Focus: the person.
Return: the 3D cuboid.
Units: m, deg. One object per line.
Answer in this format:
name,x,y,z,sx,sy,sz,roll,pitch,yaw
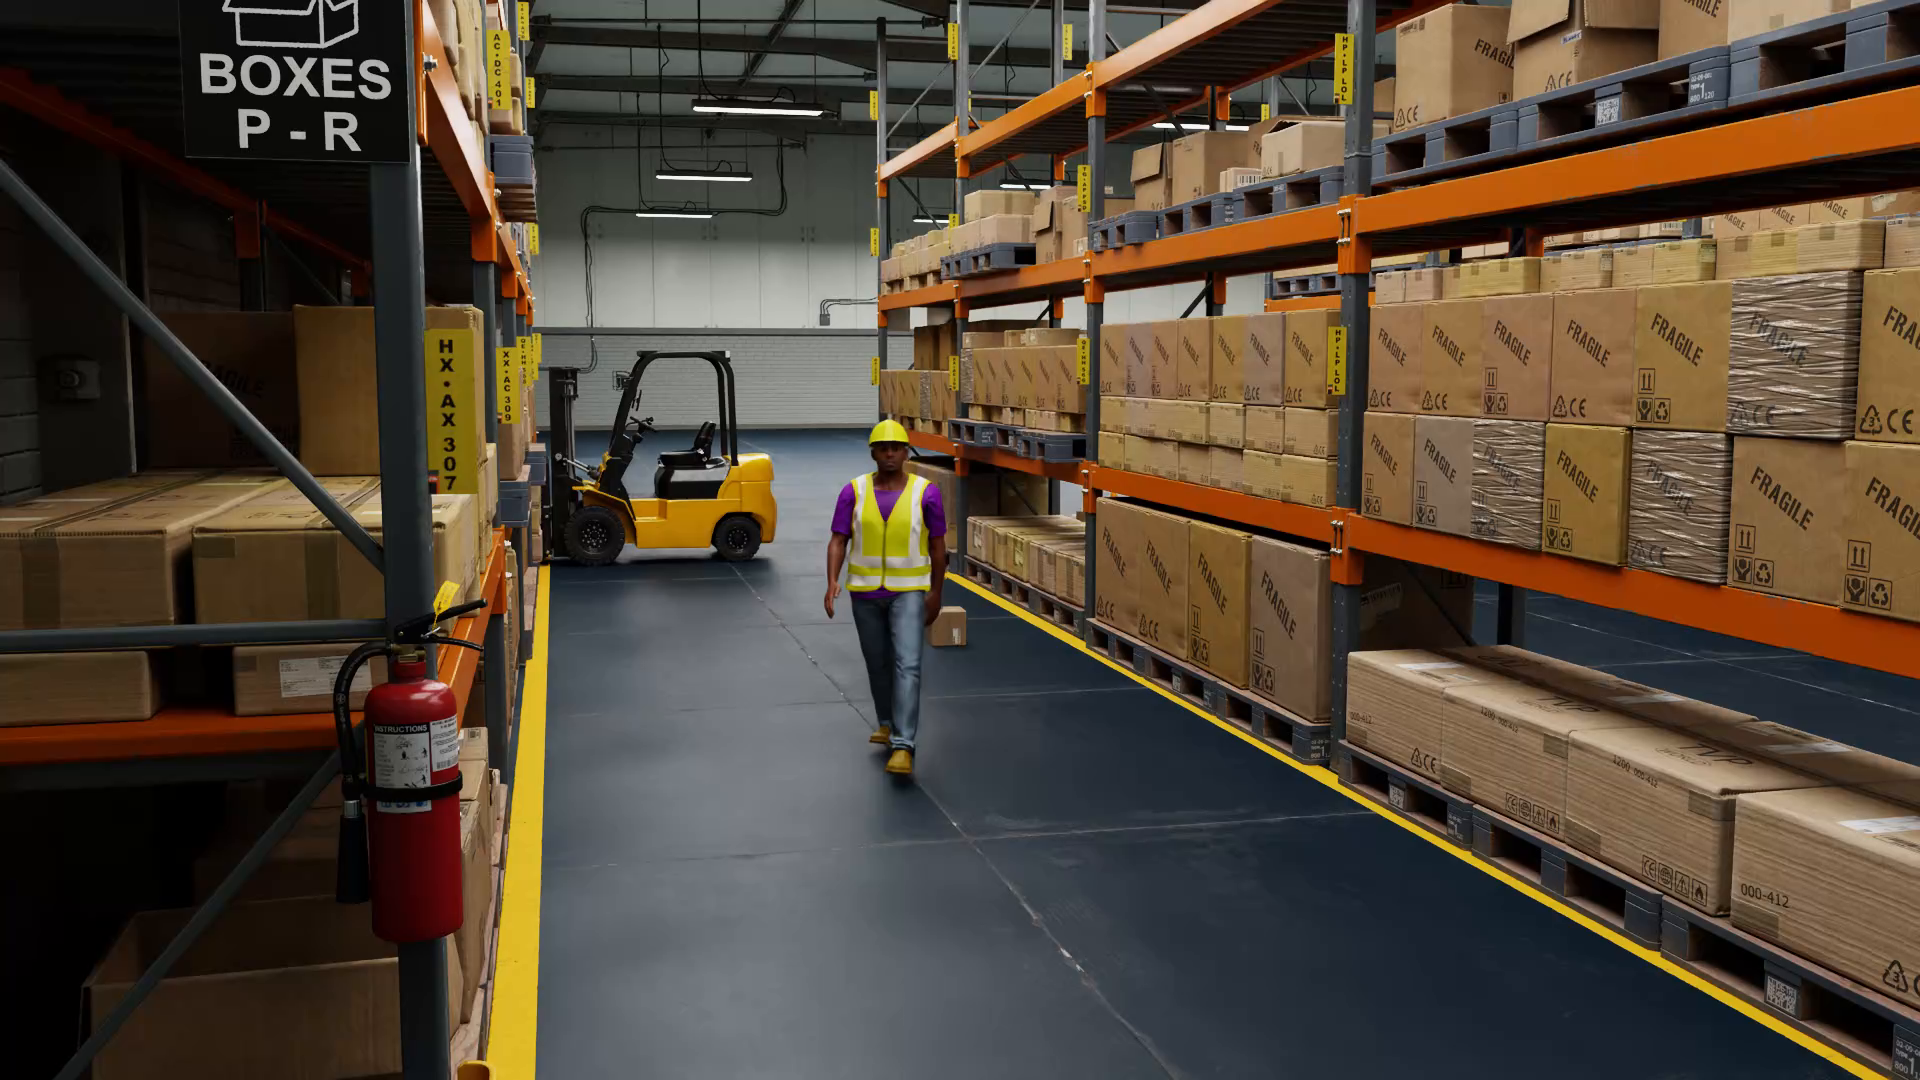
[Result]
person,-0.386,0.256,8.334,0.580,1.708,1.002,1,6,7
